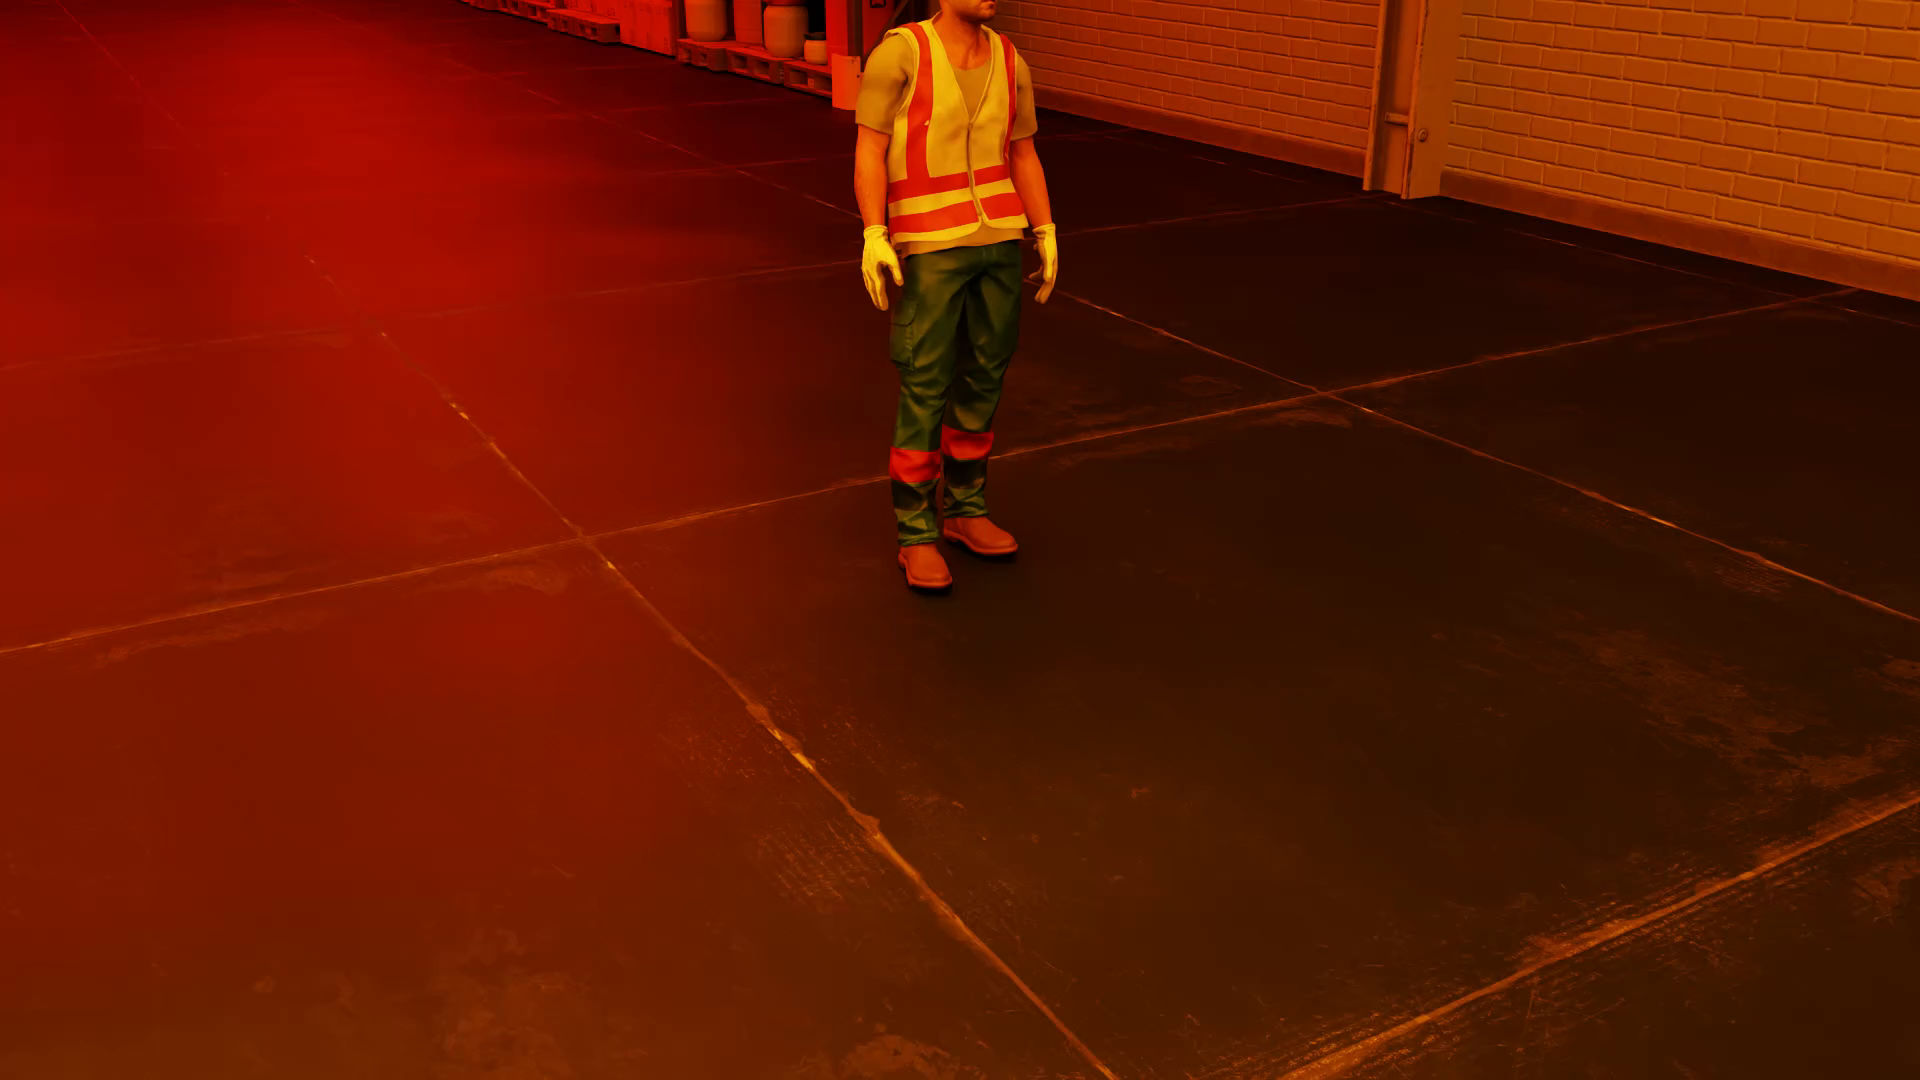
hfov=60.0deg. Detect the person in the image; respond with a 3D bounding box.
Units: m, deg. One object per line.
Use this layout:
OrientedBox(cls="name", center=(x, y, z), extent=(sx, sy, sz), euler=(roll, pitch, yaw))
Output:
OrientedBox(cls="person", center=(0.029, -0.806, 4.722), extent=(0.637, 1.787, 0.564), euler=(-12, 25, -28))
